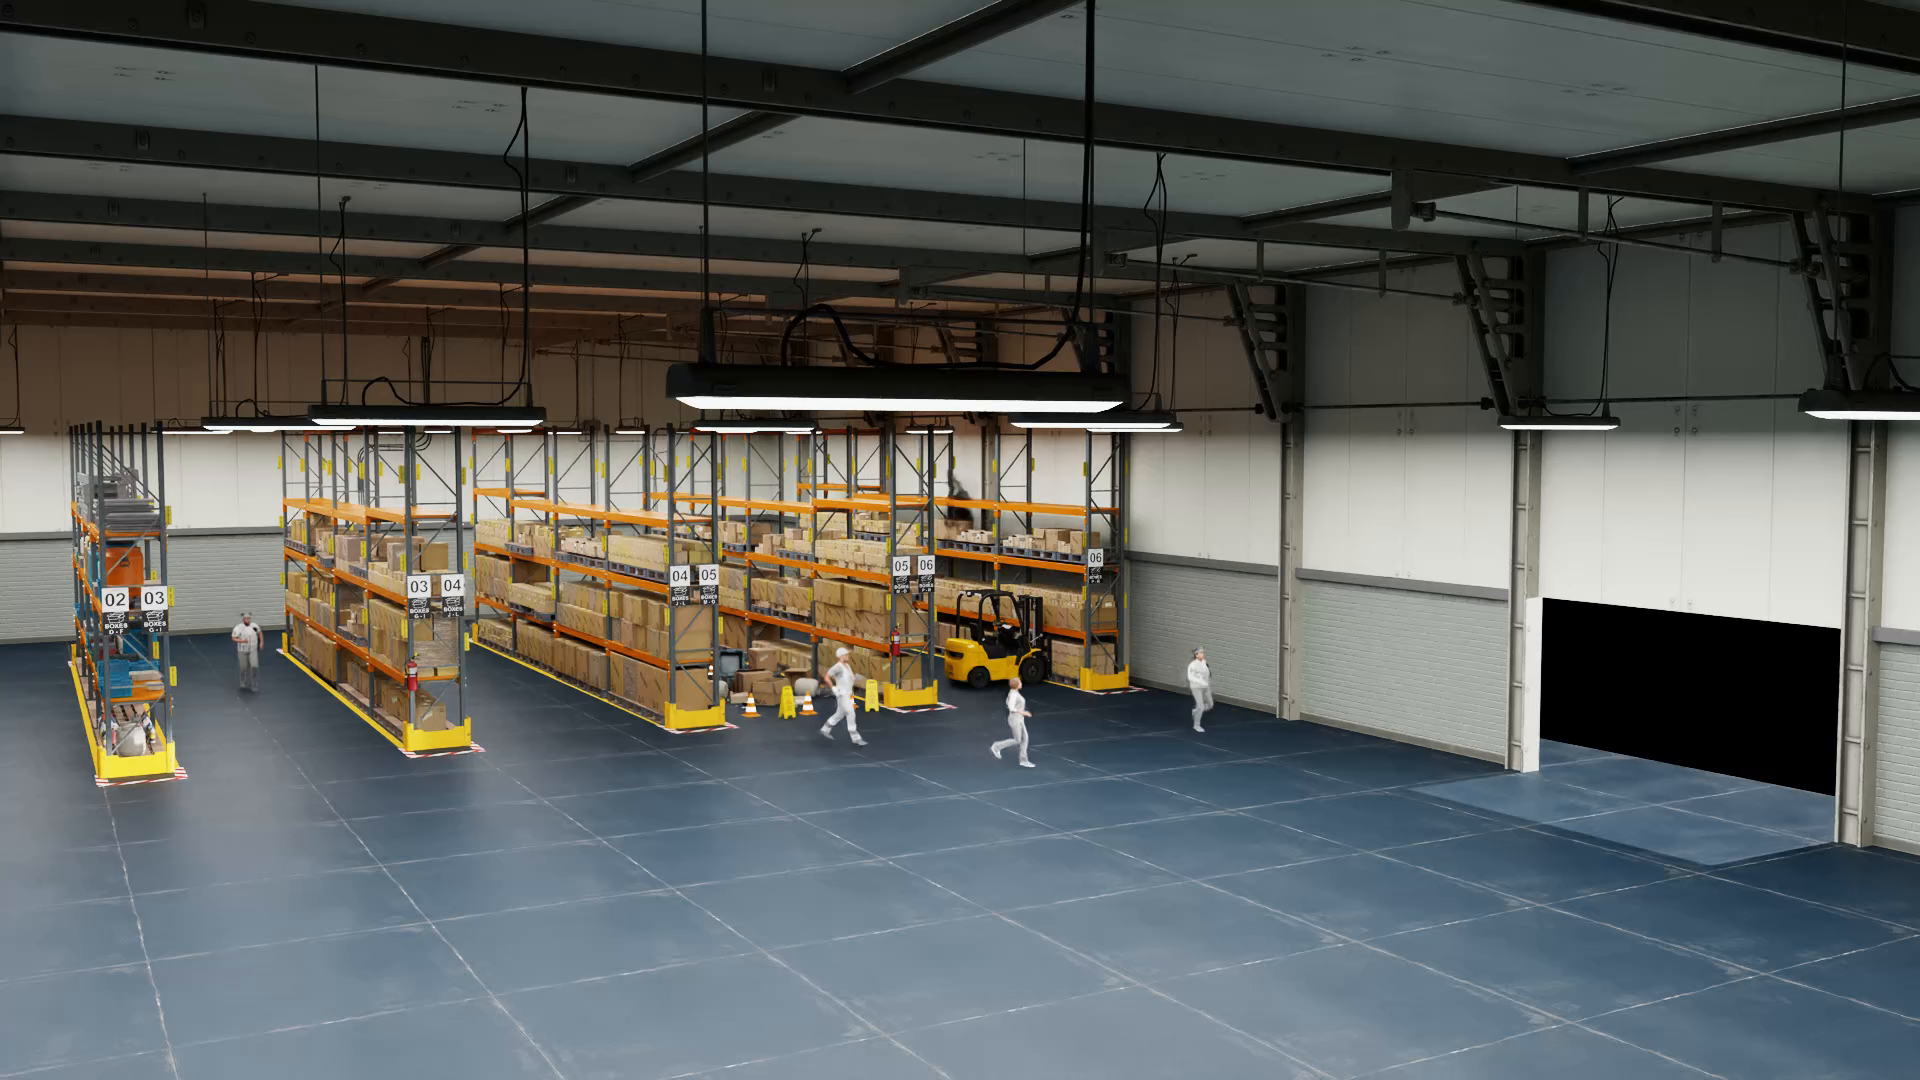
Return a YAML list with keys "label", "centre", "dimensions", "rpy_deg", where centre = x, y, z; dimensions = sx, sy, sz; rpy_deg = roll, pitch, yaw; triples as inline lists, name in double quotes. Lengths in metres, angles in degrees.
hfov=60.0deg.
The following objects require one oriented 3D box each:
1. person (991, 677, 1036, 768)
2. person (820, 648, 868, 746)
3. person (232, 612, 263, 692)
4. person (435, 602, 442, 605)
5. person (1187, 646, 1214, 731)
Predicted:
- label: "person"
  centre: [0.927, 3.203, 28.845]
  dimensions: [0.779, 1.493, 0.537]
  rpy_deg: [0, 4, 8]
- label: "person"
  centre: [-2.157, 2.889, 30.839]
  dimensions: [0.983, 1.785, 0.658]
  rpy_deg: [1, 4, 13]
- label: "person"
  centre: [-16.084, 2.538, 37.563]
  dimensions: [0.683, 1.871, 0.783]
  rpy_deg: [-2, 4, -34]
- label: "person"
  centre: [-14.898, 1.976, 46.922]
  dimensions: [0.557, 1.691, 0.736]
  rpy_deg: [-3, 5, -42]
- label: "person"
  centre: [4.692, 2.892, 32.443]
  dimensions: [0.658, 1.666, 0.561]
  rpy_deg: [-3, 5, -40]
